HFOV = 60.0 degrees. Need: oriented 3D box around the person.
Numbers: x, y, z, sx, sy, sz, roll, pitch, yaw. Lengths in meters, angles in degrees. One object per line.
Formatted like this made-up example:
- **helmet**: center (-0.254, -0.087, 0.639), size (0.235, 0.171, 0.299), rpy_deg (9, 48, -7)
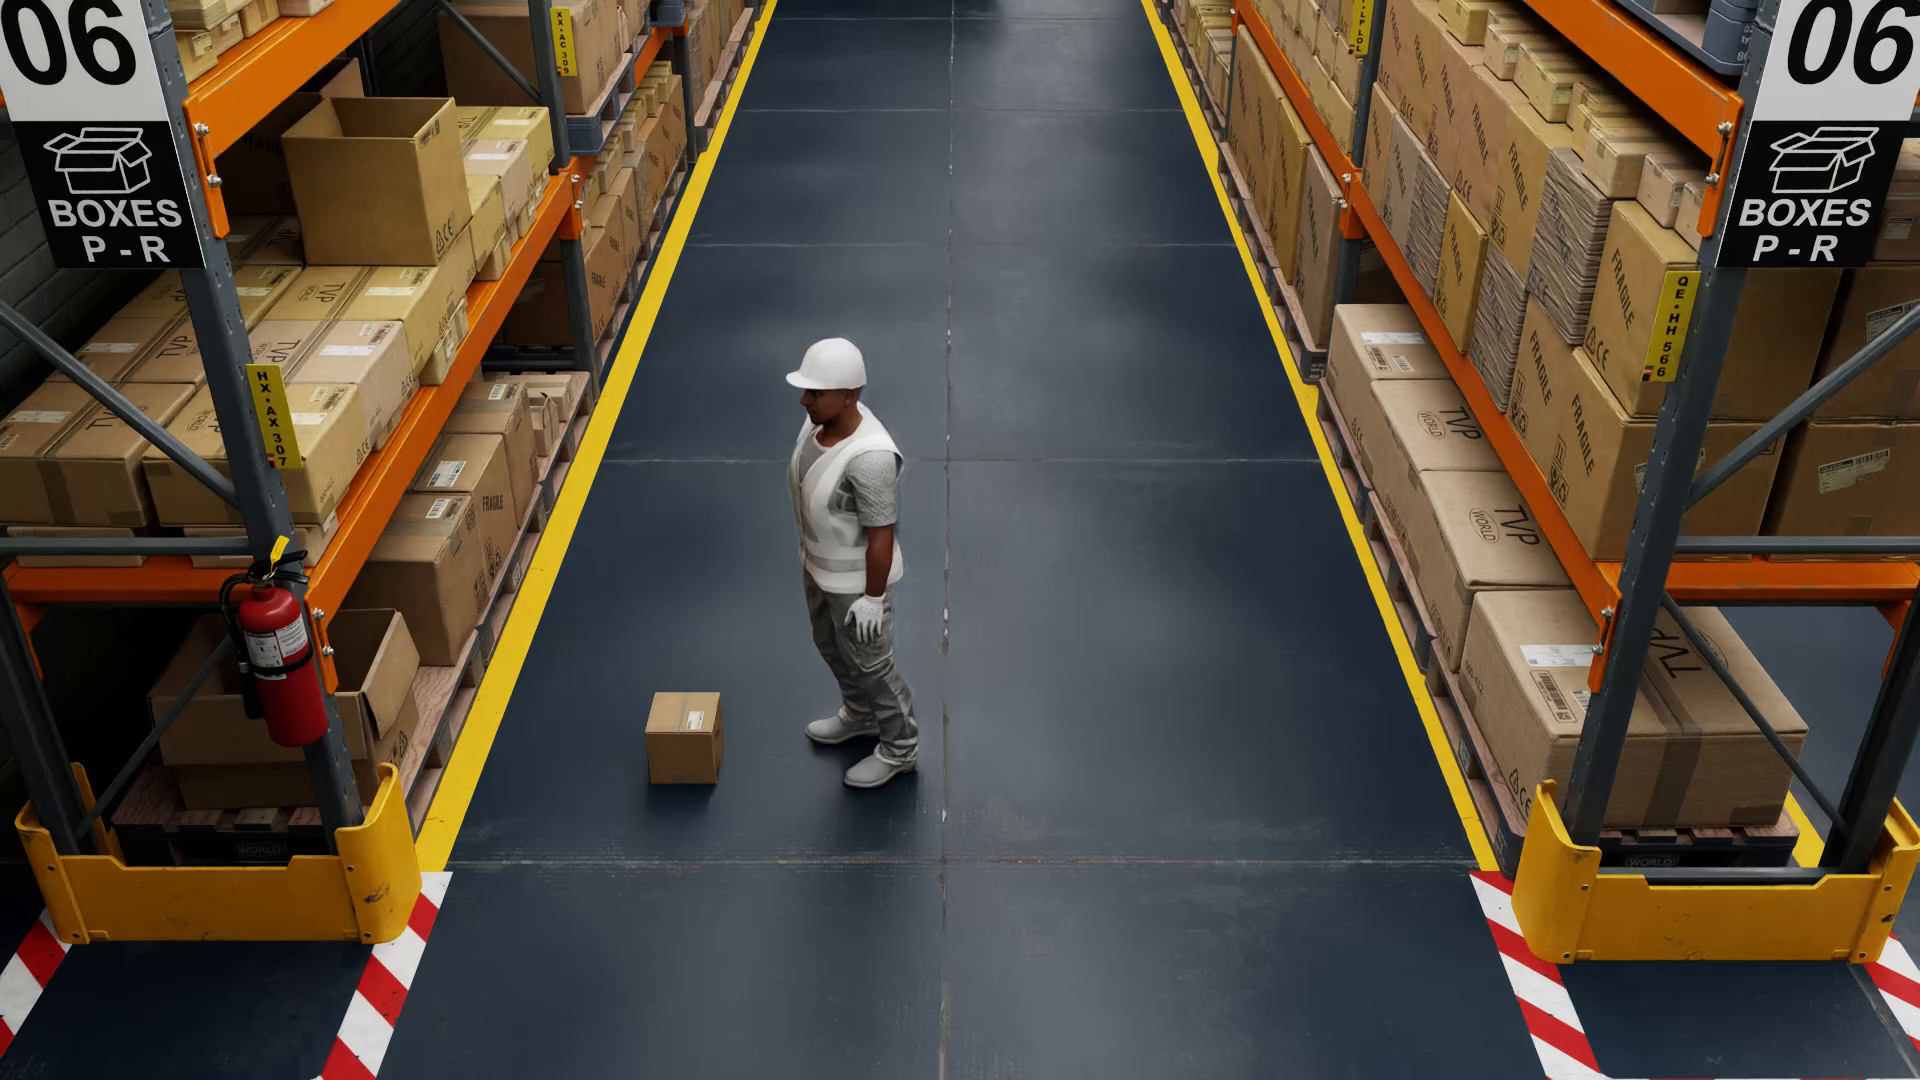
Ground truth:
- **person**: center (-0.392, 0.089, 5.933), size (0.398, 1.776, 0.596), rpy_deg (-13, 34, -21)
